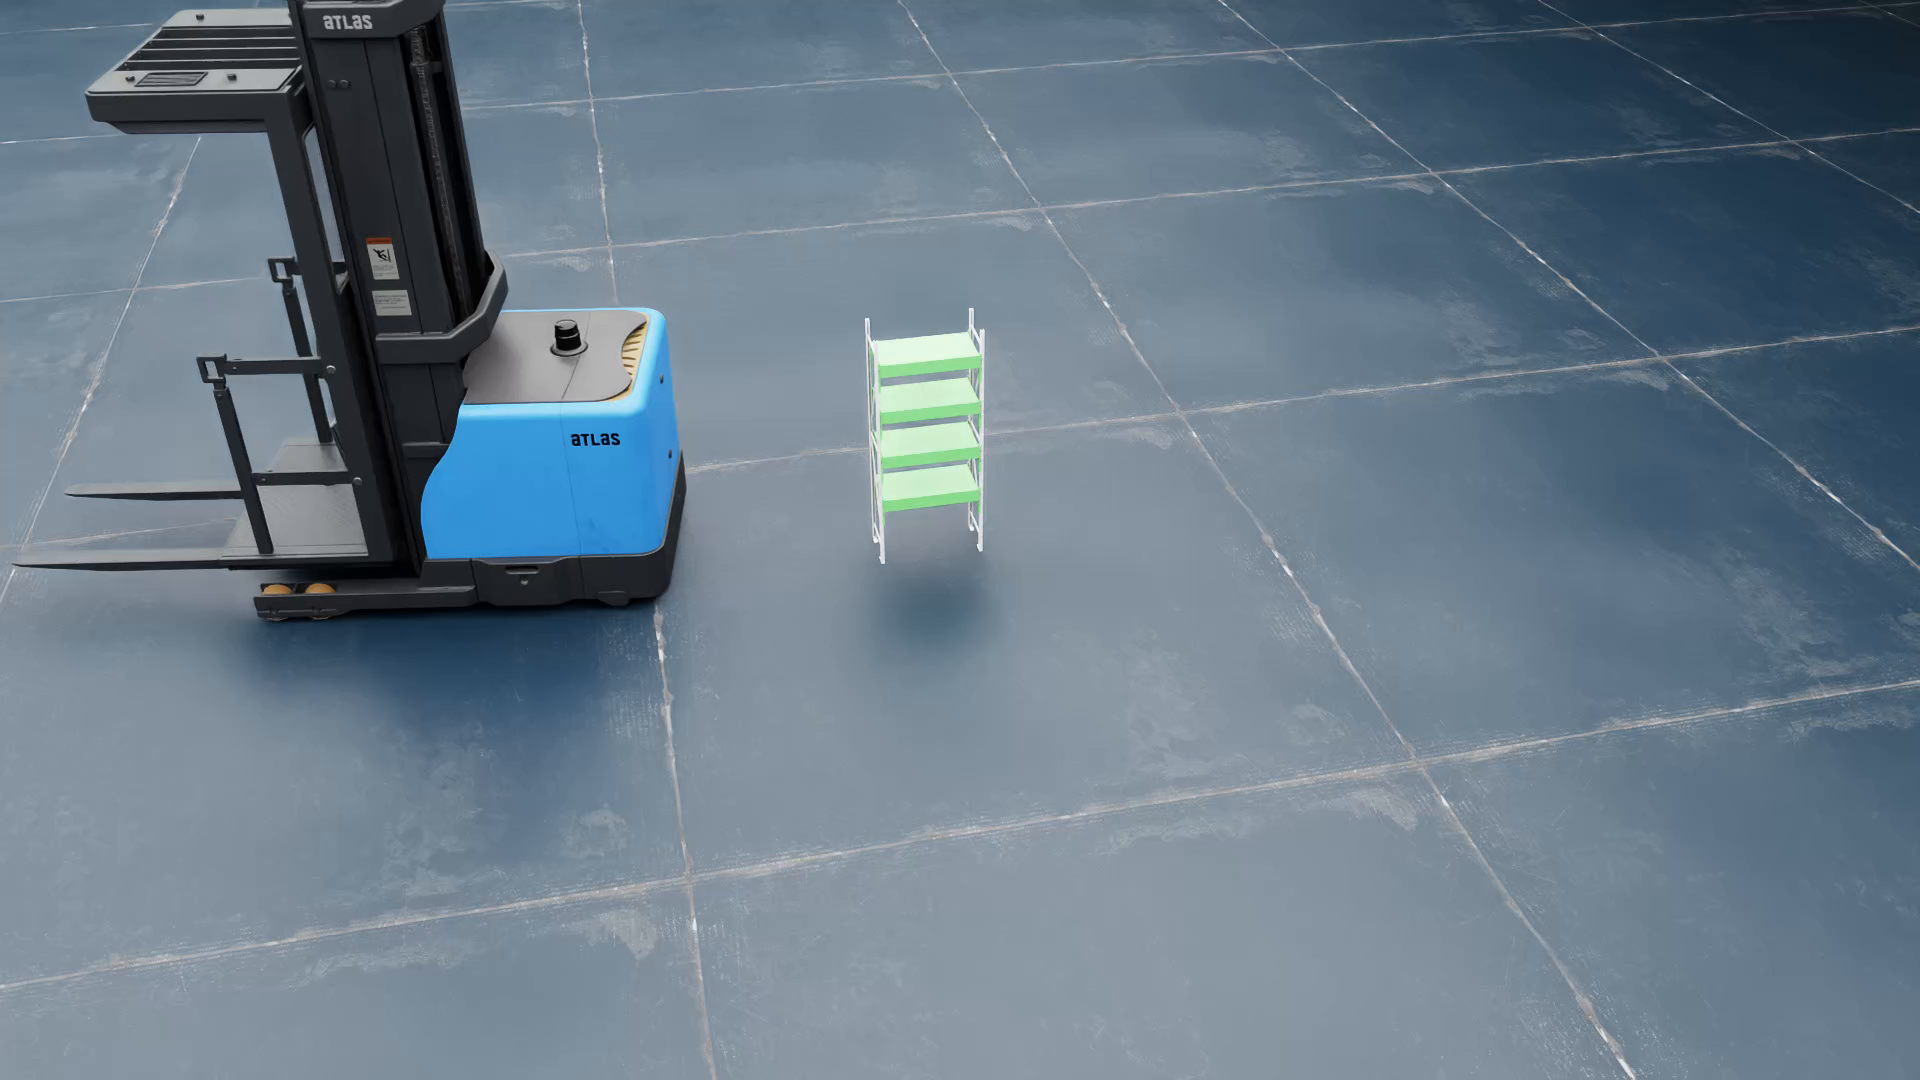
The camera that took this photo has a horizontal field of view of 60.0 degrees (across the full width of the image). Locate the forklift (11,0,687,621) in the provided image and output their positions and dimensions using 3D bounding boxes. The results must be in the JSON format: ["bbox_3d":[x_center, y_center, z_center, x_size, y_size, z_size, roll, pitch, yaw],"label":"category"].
[{"bbox_3d":[-2.894,-1.146,7.327,3.031,2.935,1.130,-1,34,-2],"label":"forklift"}]

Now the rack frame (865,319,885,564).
[{"bbox_3d":[-0.399,-0.448,7.841,0.015,1.200,0.240,-7,35,-11],"label":"rack frame"}]

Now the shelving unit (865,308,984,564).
[{"bbox_3d":[-0.161,-0.478,7.885,0.503,1.200,0.258,-7,35,-11],"label":"shelving unit"}]

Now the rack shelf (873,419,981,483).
[{"bbox_3d":[-0.161,-0.425,7.921,0.480,0.148,0.258,-7,35,-11],"label":"rack shelf"}]

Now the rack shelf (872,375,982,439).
[{"bbox_3d":[-0.161,-0.624,7.787,0.480,0.148,0.258,-7,35,-11],"label":"rack shelf"}]

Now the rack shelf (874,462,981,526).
[{"bbox_3d":[-0.161,-0.226,8.055,0.480,0.148,0.258,-7,35,-11],"label":"rack shelf"}]

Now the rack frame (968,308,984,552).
[{"bbox_3d":[0.077,-0.508,7.930,0.015,1.200,0.240,-7,35,-11],"label":"rack frame"}]

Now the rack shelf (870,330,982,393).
[{"bbox_3d":[-0.161,-0.823,7.653,0.480,0.148,0.258,-7,35,-11],"label":"rack shelf"}]
